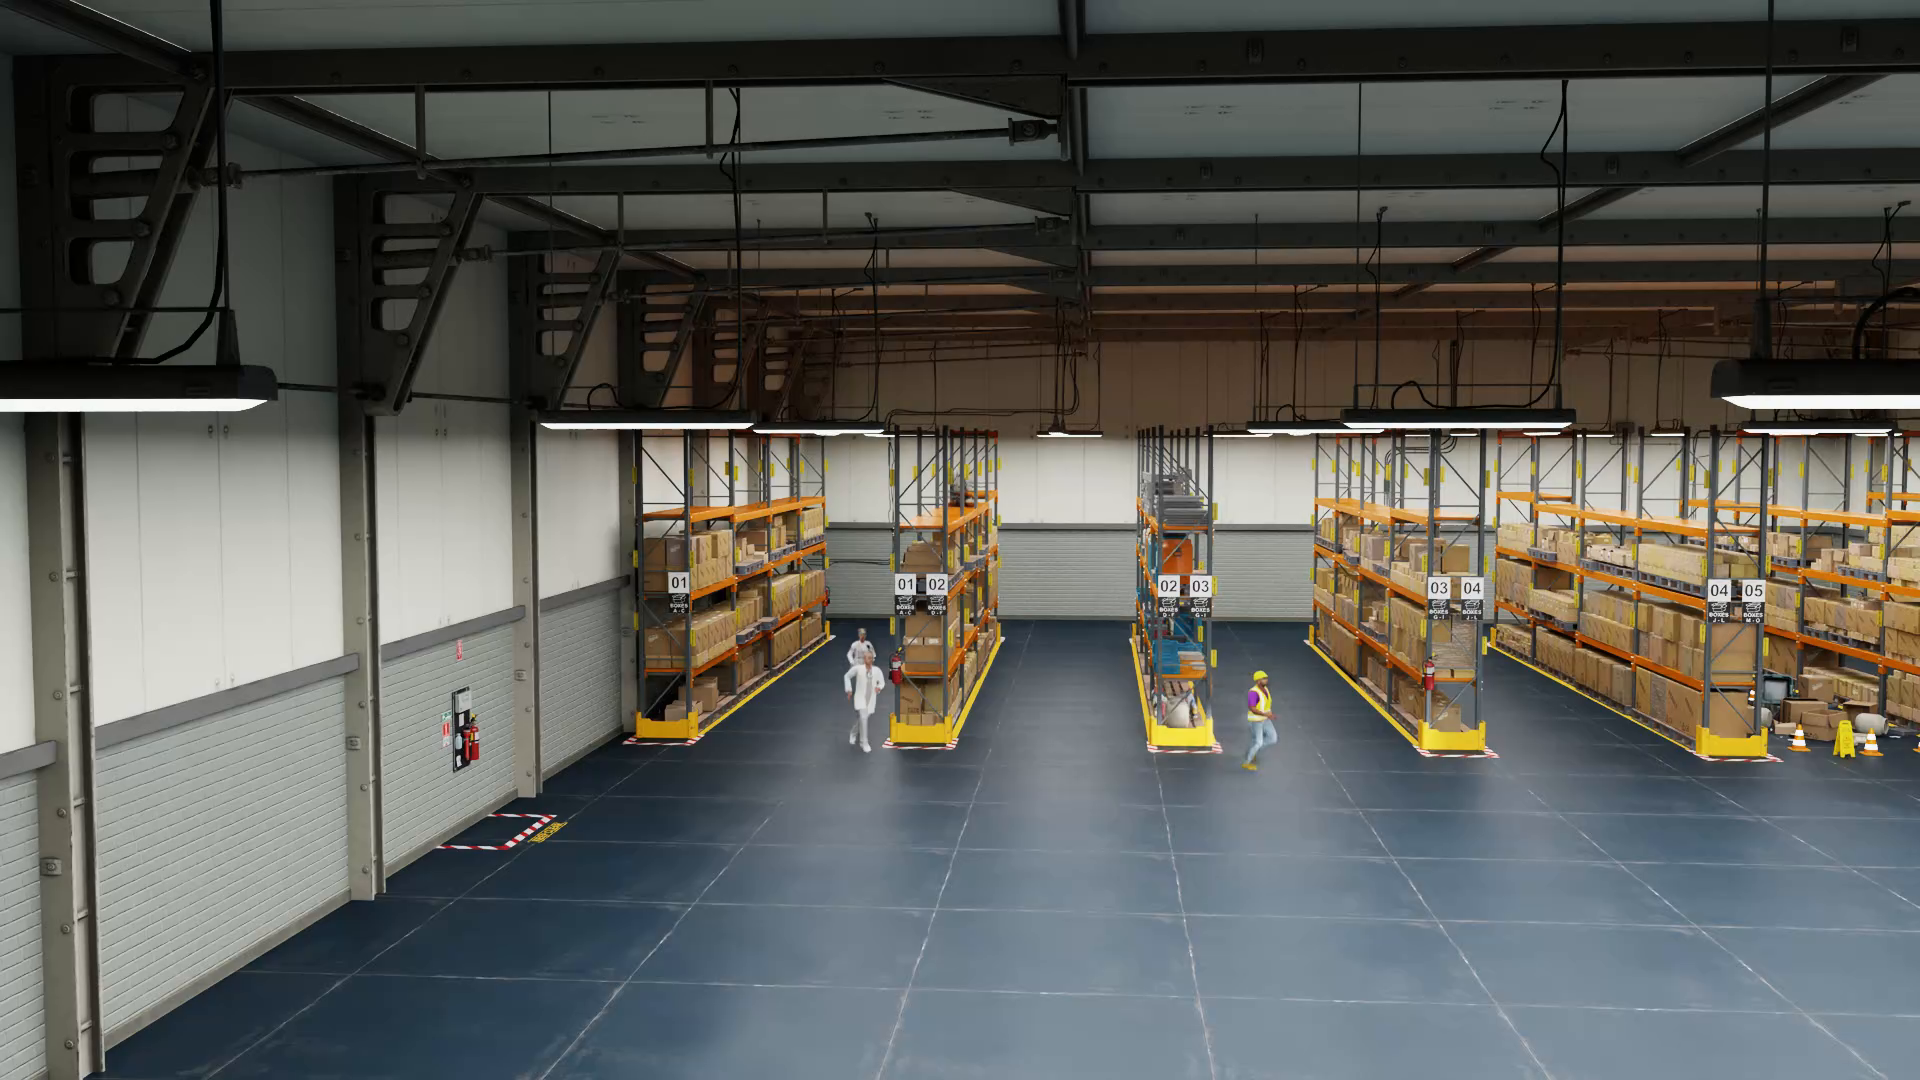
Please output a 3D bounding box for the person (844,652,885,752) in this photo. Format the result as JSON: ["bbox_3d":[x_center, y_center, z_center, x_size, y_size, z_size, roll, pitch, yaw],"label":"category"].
[{"bbox_3d":[-1.722,2.980,30.862,0.729,1.767,0.945,-2,4,-26],"label":"person"}]

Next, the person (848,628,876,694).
[{"bbox_3d":[-2.119,2.732,36.067,0.614,1.649,0.553,-1,3,-10],"label":"person"}]

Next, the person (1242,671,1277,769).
[{"bbox_3d":[5.242,3.125,28.889,0.679,1.719,0.732,3,4,38],"label":"person"}]
